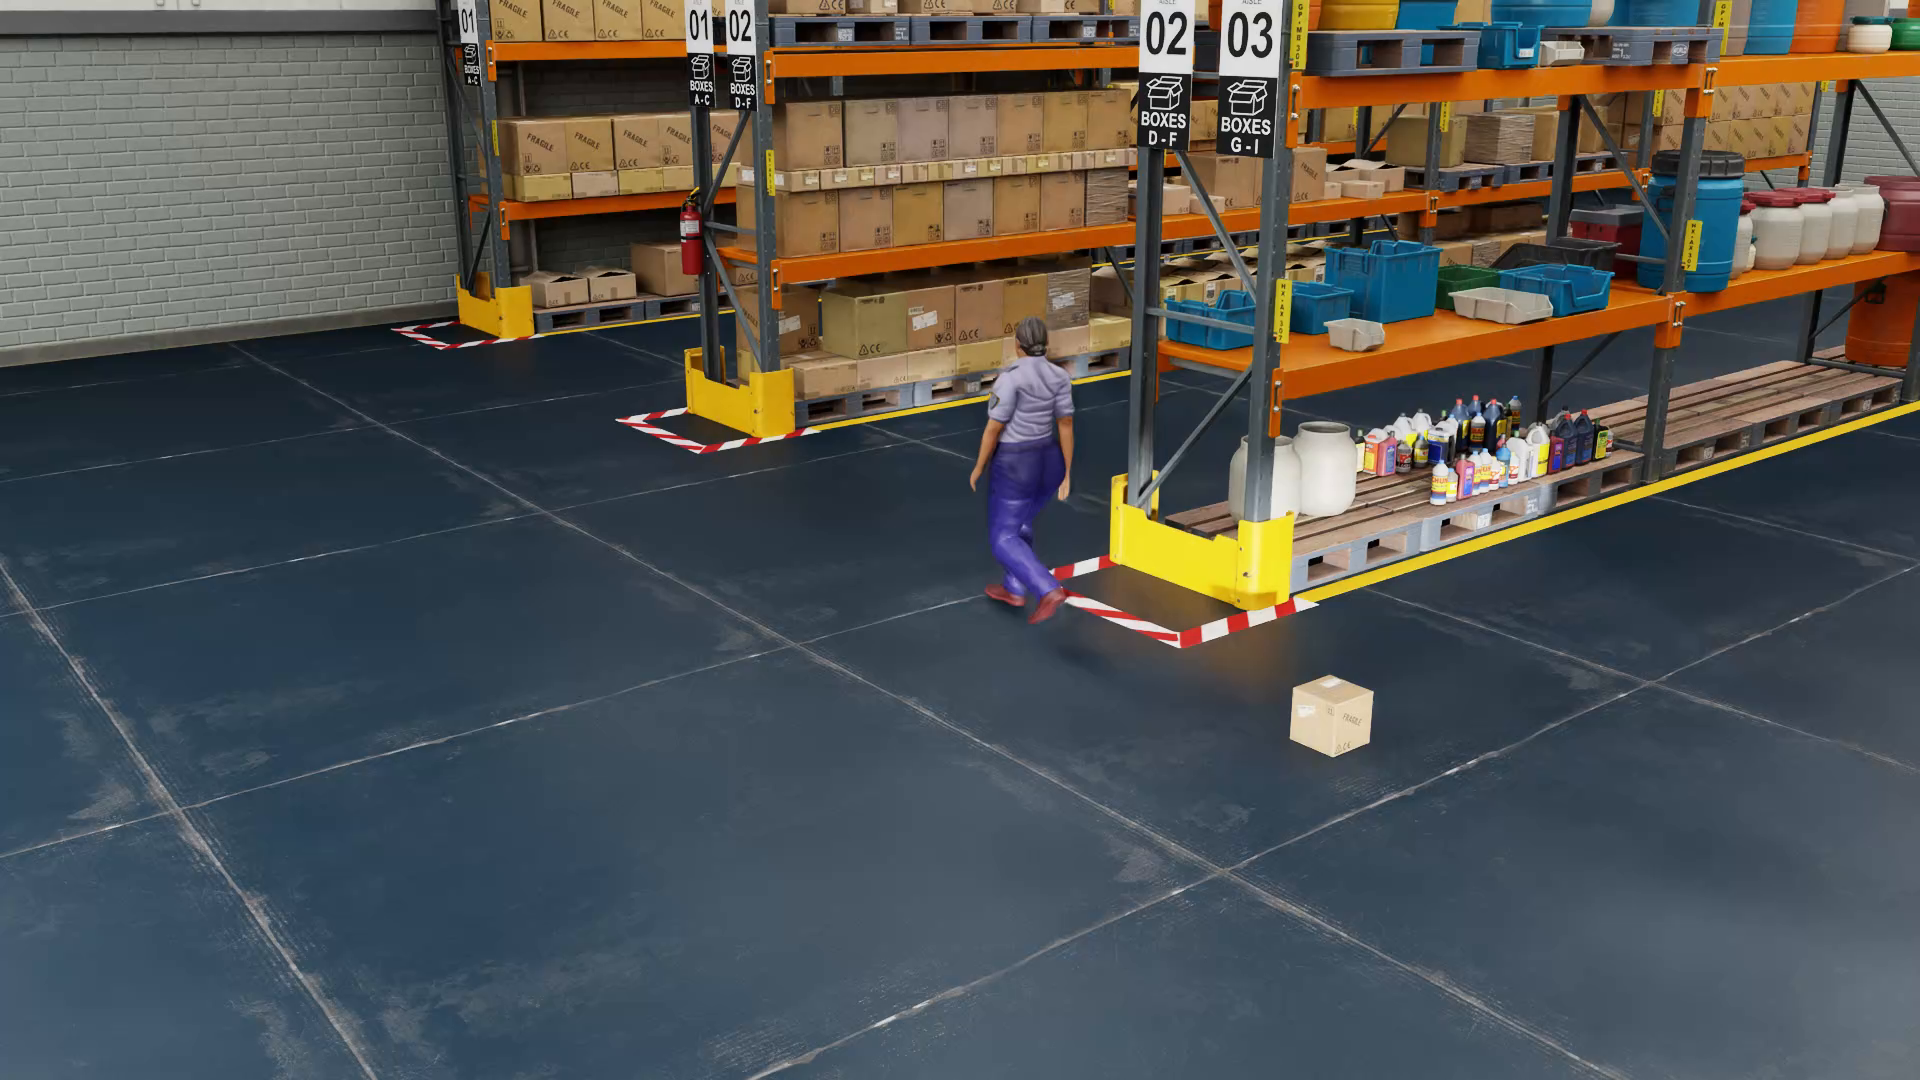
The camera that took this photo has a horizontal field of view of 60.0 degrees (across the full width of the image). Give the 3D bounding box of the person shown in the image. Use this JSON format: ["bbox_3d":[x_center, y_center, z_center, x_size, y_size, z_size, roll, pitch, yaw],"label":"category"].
[{"bbox_3d":[0.363,-0.361,8.654,0.480,1.608,0.851,-14,22,-36],"label":"person"}]
